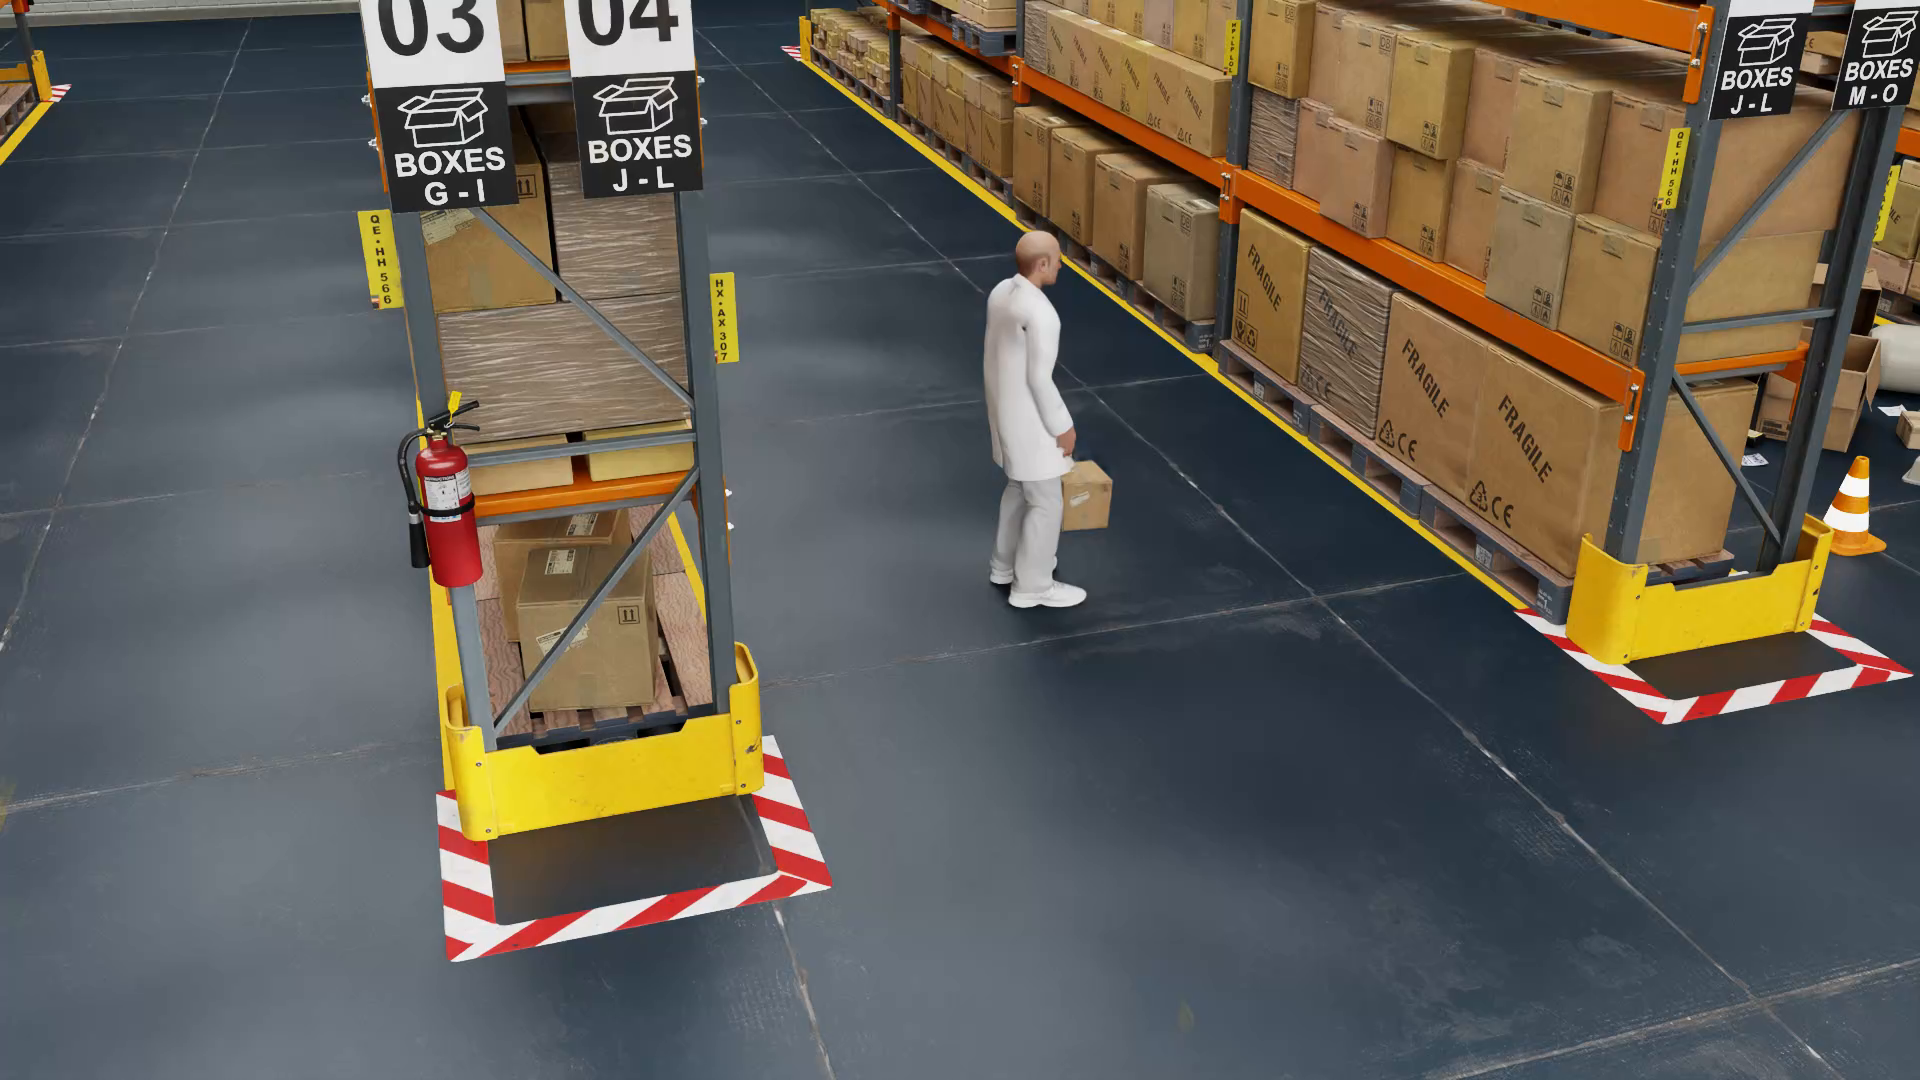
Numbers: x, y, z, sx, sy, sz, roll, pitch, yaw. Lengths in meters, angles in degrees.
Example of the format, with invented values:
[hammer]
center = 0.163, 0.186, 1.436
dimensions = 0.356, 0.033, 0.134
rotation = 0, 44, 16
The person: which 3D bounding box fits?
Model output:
[person]
center = 0.332, -0.570, 7.797
dimensions = 0.424, 1.777, 0.594
rotation = -9, 27, -17
